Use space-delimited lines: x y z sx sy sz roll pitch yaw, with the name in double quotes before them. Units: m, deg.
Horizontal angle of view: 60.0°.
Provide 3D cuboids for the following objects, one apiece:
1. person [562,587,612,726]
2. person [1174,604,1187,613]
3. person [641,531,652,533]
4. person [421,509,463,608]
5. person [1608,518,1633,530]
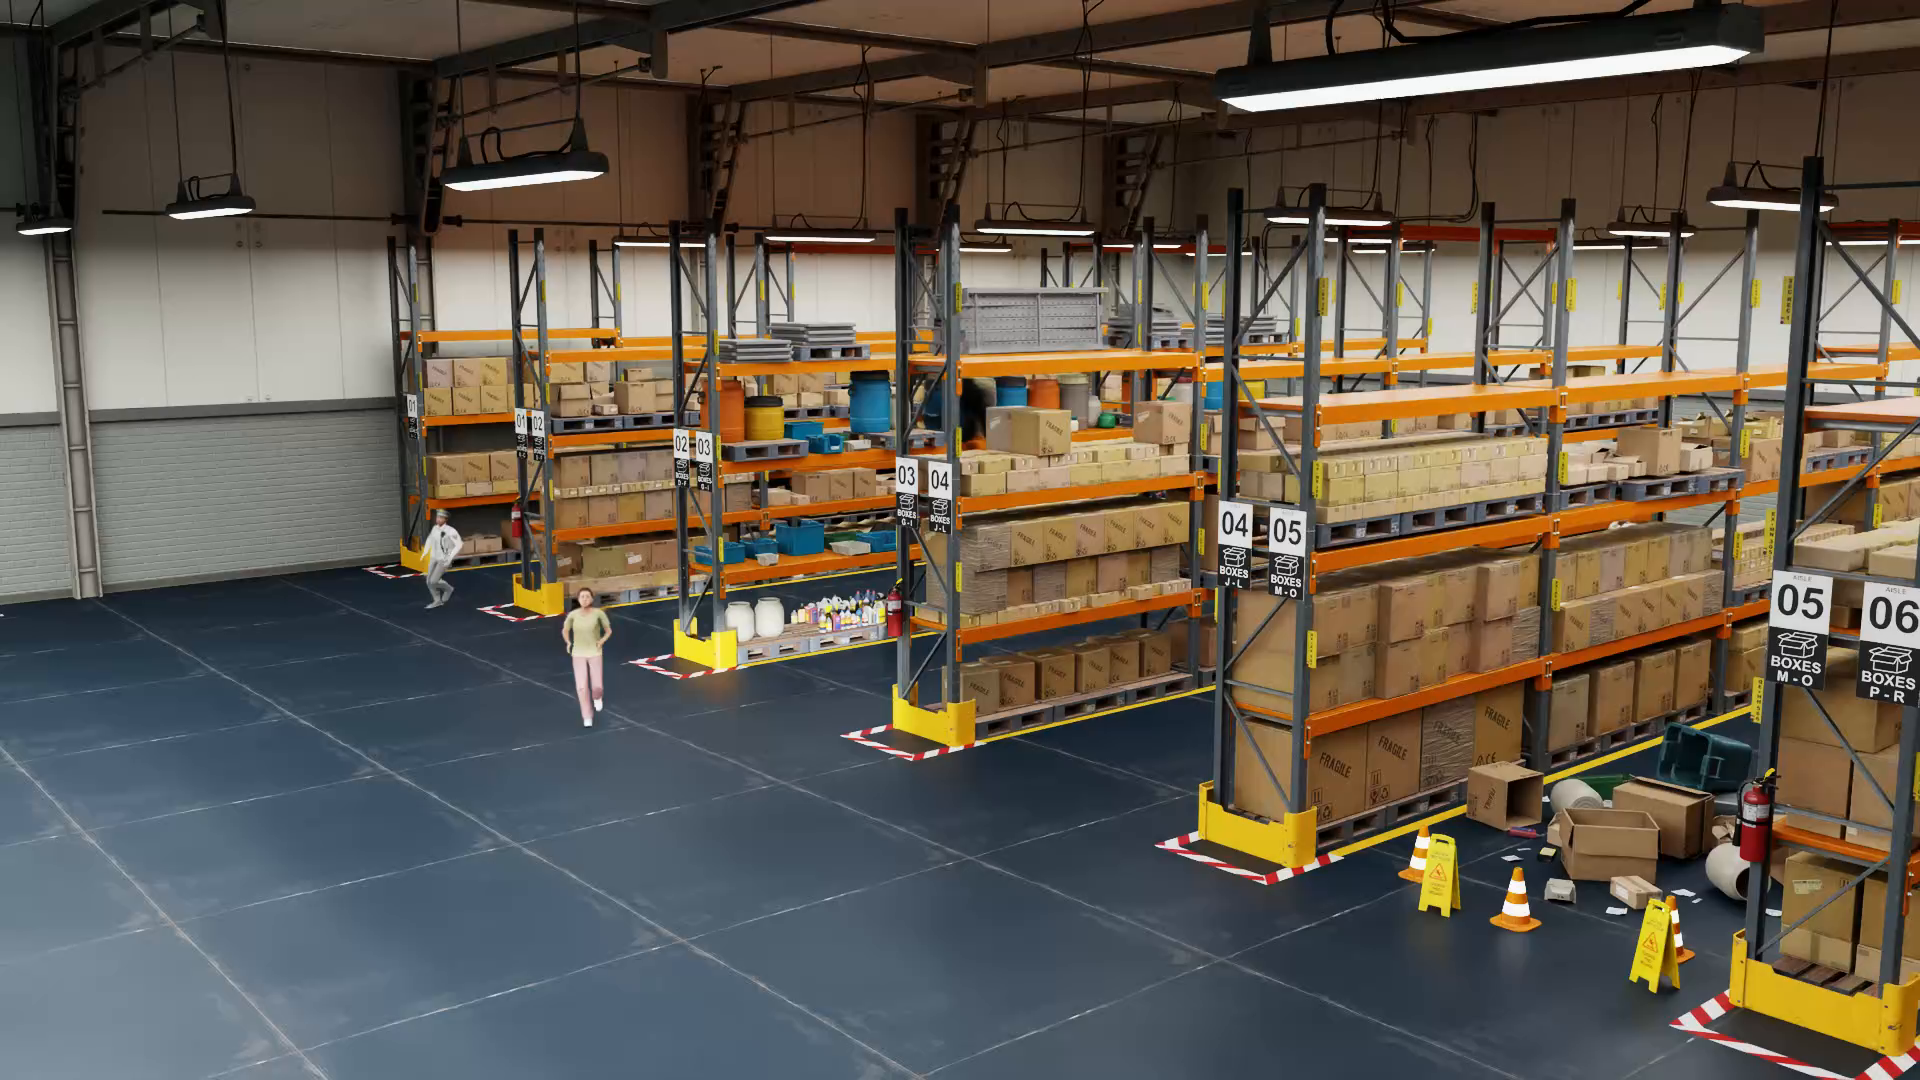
"person" -4.410 1.356 19.654 0.581 1.621 0.635 -1 9 -8
"person" 3.452 0.151 25.396 0.664 1.808 0.813 8 12 41
"person" -5.570 -0.247 29.739 0.696 1.718 0.605 8 12 43
"person" -8.296 0.306 26.524 0.669 1.631 0.449 5 10 29
"person" 10.147 0.373 25.587 0.785 1.852 0.637 -9 12 -44
